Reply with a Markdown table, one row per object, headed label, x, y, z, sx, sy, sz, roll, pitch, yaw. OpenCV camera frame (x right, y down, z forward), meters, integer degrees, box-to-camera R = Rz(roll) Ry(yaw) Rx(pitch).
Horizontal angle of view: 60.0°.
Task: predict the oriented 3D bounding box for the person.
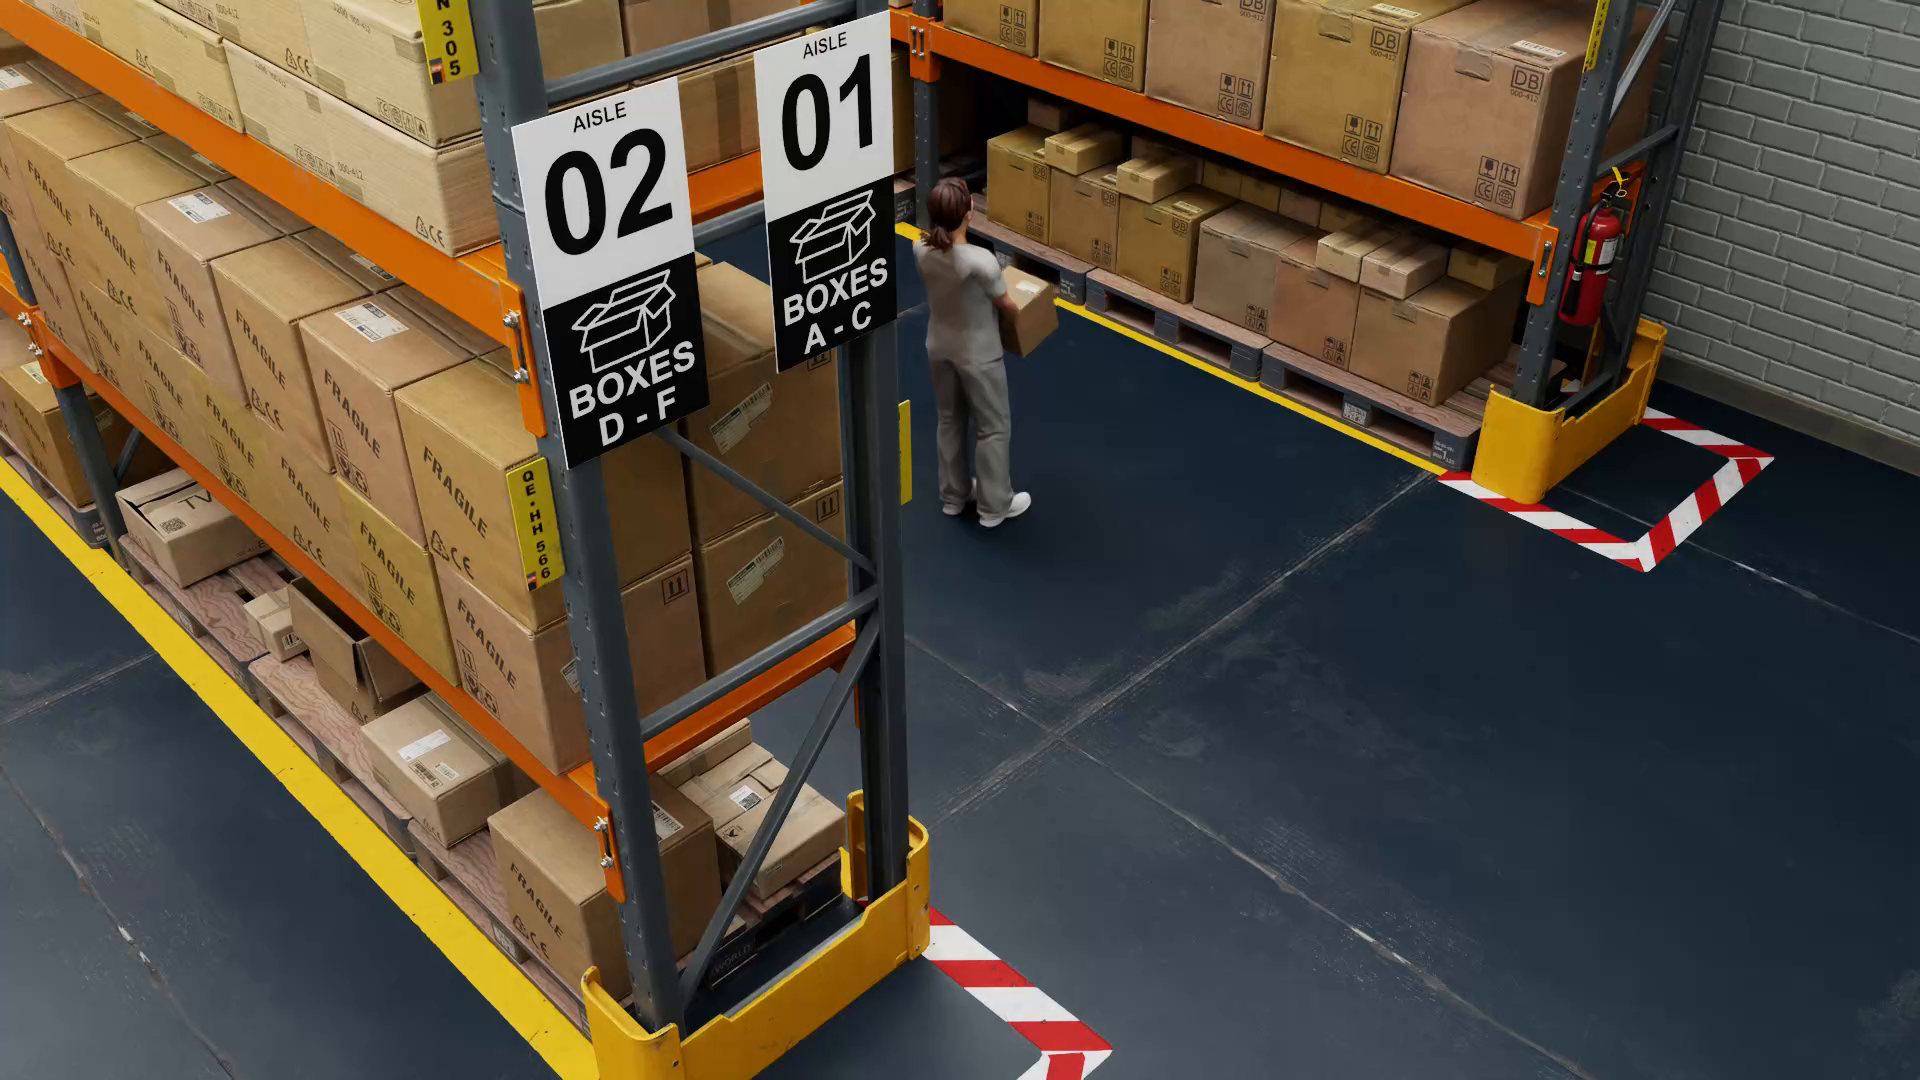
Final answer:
| label | x | y | z | sx | sy | sz | roll | pitch | yaw |
| --- | --- | --- | --- | --- | --- | --- | --- | --- | --- |
| person | 0.049 | -0.839 | 7.318 | 0.474 | 1.676 | 0.534 | 23 | 41 | 28 |
